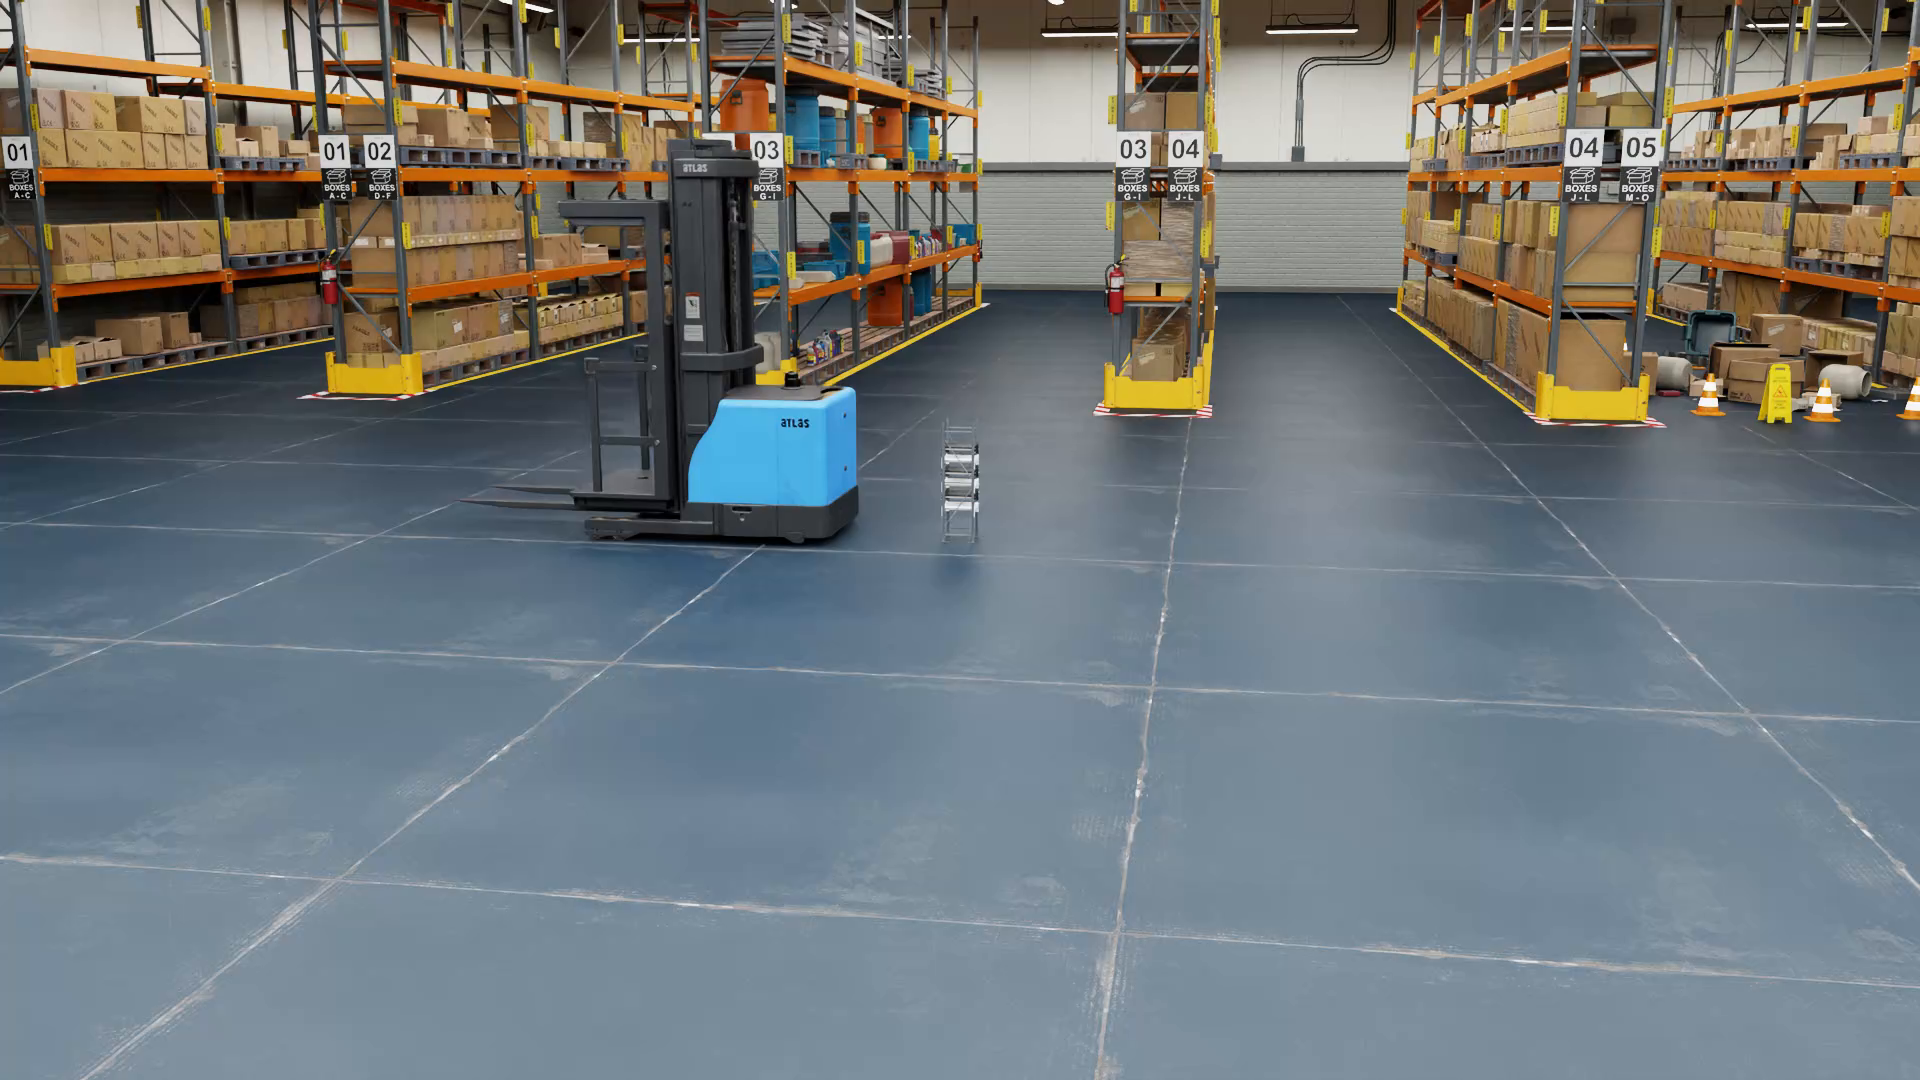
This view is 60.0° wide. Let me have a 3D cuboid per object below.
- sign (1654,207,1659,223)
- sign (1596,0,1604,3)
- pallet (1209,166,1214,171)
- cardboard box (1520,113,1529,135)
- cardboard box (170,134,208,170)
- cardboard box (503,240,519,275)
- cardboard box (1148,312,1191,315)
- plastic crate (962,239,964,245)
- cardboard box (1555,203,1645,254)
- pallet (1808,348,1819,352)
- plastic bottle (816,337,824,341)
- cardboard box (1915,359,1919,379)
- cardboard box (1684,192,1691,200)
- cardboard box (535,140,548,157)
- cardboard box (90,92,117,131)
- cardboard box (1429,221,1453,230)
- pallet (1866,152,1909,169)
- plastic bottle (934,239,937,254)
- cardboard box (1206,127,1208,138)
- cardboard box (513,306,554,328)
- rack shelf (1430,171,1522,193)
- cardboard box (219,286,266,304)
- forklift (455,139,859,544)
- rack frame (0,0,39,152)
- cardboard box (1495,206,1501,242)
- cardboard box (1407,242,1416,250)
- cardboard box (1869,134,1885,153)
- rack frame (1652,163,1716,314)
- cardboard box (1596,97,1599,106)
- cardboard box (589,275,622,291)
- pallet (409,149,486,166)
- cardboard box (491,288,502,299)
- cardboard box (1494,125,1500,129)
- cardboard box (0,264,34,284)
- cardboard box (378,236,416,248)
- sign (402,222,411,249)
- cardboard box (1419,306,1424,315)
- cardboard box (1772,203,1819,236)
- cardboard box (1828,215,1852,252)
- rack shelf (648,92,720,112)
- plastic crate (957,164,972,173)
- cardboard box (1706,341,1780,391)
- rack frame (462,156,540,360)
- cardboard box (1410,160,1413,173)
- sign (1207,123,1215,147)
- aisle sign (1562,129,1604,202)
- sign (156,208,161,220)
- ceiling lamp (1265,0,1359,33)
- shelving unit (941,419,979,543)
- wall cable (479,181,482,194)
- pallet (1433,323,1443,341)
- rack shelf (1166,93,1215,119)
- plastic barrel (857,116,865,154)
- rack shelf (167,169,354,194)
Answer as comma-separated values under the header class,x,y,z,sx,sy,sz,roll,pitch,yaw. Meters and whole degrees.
class,x,y,z,sx,sy,sz,roll,pitch,yaw
sign,14.013,-6.540,33.478,0.100,0.325,0.005,2,12,9
sign,8.353,-7.144,21.689,0.100,0.325,0.005,2,12,9
pallet,3.585,-6.225,27.584,1.213,0.211,1.003,2,12,11
cardboard box,7.303,-5.190,20.752,0.500,0.250,0.500,2,12,8
cardboard box,-11.594,-5.775,24.765,0.500,0.500,0.500,2,12,10
cardboard box,-6.927,-4.160,24.440,0.700,0.500,0.500,2,12,7
cardboard box,3.131,-3.101,24.652,0.700,0.500,0.500,2,12,8
plastic crate,-0.131,-6.206,34.651,0.396,0.136,0.243,2,12,9
cardboard box,7.289,-3.545,18.903,0.875,0.550,0.550,2,12,9
pallet,13.019,-2.615,24.125,1.003,0.211,1.213,2,12,9
plastic bottle,-1.965,-2.742,23.519,0.152,0.276,0.135,2,12,9
cardboard box,12.208,-2.086,20.583,0.500,0.250,0.500,2,12,8
cardboard box,13.952,-6.527,31.511,0.380,0.149,0.250,2,12,7
cardboard box,-6.679,-6.045,25.660,0.500,0.250,0.500,1,12,3
cardboard box,-11.881,-5.827,22.633,0.500,0.500,0.500,2,12,10
cardboard box,8.365,-5.455,28.874,0.380,0.149,0.250,2,12,8
pallet,12.915,-5.061,22.181,1.213,0.211,1.003,2,12,9
plastic bottle,-0.472,-5.509,31.212,0.061,0.283,0.133,2,12,9
cardboard box,3.106,-5.685,22.503,0.500,0.500,0.500,2,12,7
cardboard box,-6.555,-3.417,25.428,0.500,0.311,0.500,2,12,9
rack shelf,8.731,-6.064,28.099,1.077,0.370,4.000,2,12,9
cardboard box,-11.599,-3.969,26.898,0.500,0.250,0.500,2,12,7
forklift,-2.364,-1.536,12.664,3.031,2.935,1.130,2,12,10
rack frame,-12.375,-6.464,21.125,1.000,3.000,0.127,2,12,9
cardboard box,7.956,-4.449,23.405,0.700,0.500,0.500,2,12,8
cardboard box,9.188,-5.910,33.394,0.380,0.149,0.250,2,12,7
cardboard box,12.745,-5.391,22.627,0.500,0.250,0.500,2,12,9
rack frame,14.561,-6.059,33.488,1.000,3.000,0.127,2,12,9
cardboard box,7.756,-5.179,19.754,0.380,0.149,0.250,2,12,8
cardboard box,-6.333,-4.610,29.875,0.500,0.250,0.500,2,12,11
pallet,-7.160,-5.195,22.570,1.003,0.211,1.213,2,12,9
cardboard box,-10.152,-5.376,35.255,0.700,0.500,0.500,2,12,10
cardboard box,8.838,-6.605,26.847,0.396,0.266,0.258,2,12,9
cardboard box,-12.495,-3.571,22.252,0.500,0.250,0.500,2,12,9
cardboard box,-7.207,-3.812,21.284,0.380,0.149,0.250,2,12,8
sign,-6.933,-3.814,20.827,0.100,0.325,0.005,2,12,9
cardboard box,8.762,-4.270,30.957,0.380,0.149,0.250,2,12,9
cardboard box,13.151,-5.047,26.184,0.500,0.500,0.500,2,12,7
cardboard box,12.800,-4.384,23.774,0.500,0.500,0.500,1,12,7
rack shelf,-5.327,-8.865,33.983,1.077,0.370,4.000,2,12,9
plastic crate,0.005,-7.689,34.433,0.450,0.188,0.336,2,12,9
cardboard box,10.004,-2.217,21.264,0.797,0.637,0.503,2,12,9
rack frame,-6.865,-4.204,24.880,1.000,3.000,0.127,2,12,9
cardboard box,9.332,-7.506,33.439,0.500,0.250,0.500,2,12,11
sign,3.460,-5.585,22.942,0.100,0.325,0.005,2,12,9
aisle sign,6.886,-4.133,18.383,0.394,0.787,0.004,2,12,9
sign,-12.309,-4.947,25.579,0.100,0.325,0.005,2,12,9
ceiling lamp,7.687,-12.643,35.943,2.000,3.185,0.800,2,12,9
shelving unit,0.001,-0.442,12.406,0.258,0.900,0.210,2,12,9
wall cable,-10.652,-7.655,38.484,0.084,1.984,1.851,2,12,9
pallet,8.735,-3.586,28.631,1.003,0.211,1.213,2,12,9
rack shelf,3.846,-7.517,28.668,1.077,0.370,4.000,2,12,9
plastic barrel,-1.797,-6.251,26.242,0.600,0.830,0.708,2,12,9
rack shelf,-11.453,-5.895,27.313,1.077,0.370,4.000,2,12,9
